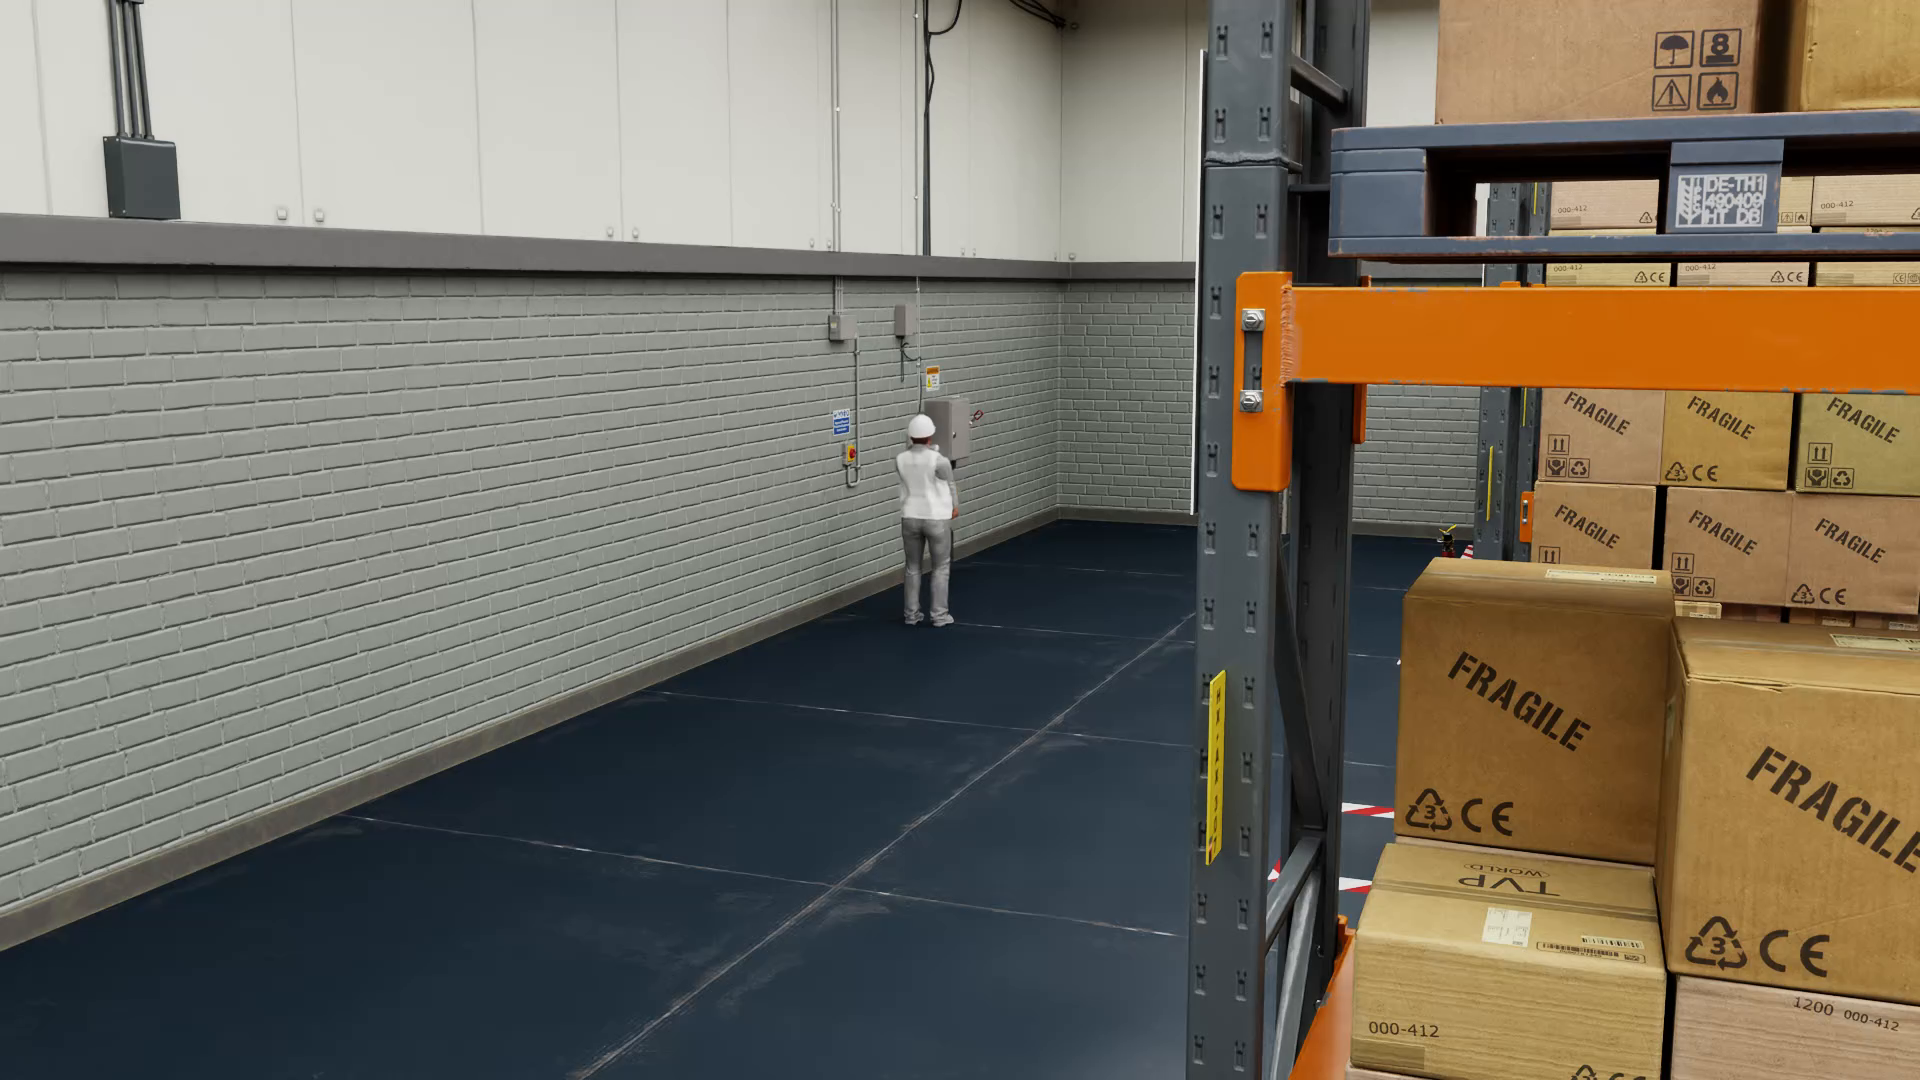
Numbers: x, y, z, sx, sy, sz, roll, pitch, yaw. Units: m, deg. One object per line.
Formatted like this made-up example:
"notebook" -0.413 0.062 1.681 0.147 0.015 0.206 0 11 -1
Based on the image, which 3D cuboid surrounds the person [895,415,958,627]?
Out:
"person" -0.262 -0.179 13.970 0.494 1.765 0.554 4 9 22
